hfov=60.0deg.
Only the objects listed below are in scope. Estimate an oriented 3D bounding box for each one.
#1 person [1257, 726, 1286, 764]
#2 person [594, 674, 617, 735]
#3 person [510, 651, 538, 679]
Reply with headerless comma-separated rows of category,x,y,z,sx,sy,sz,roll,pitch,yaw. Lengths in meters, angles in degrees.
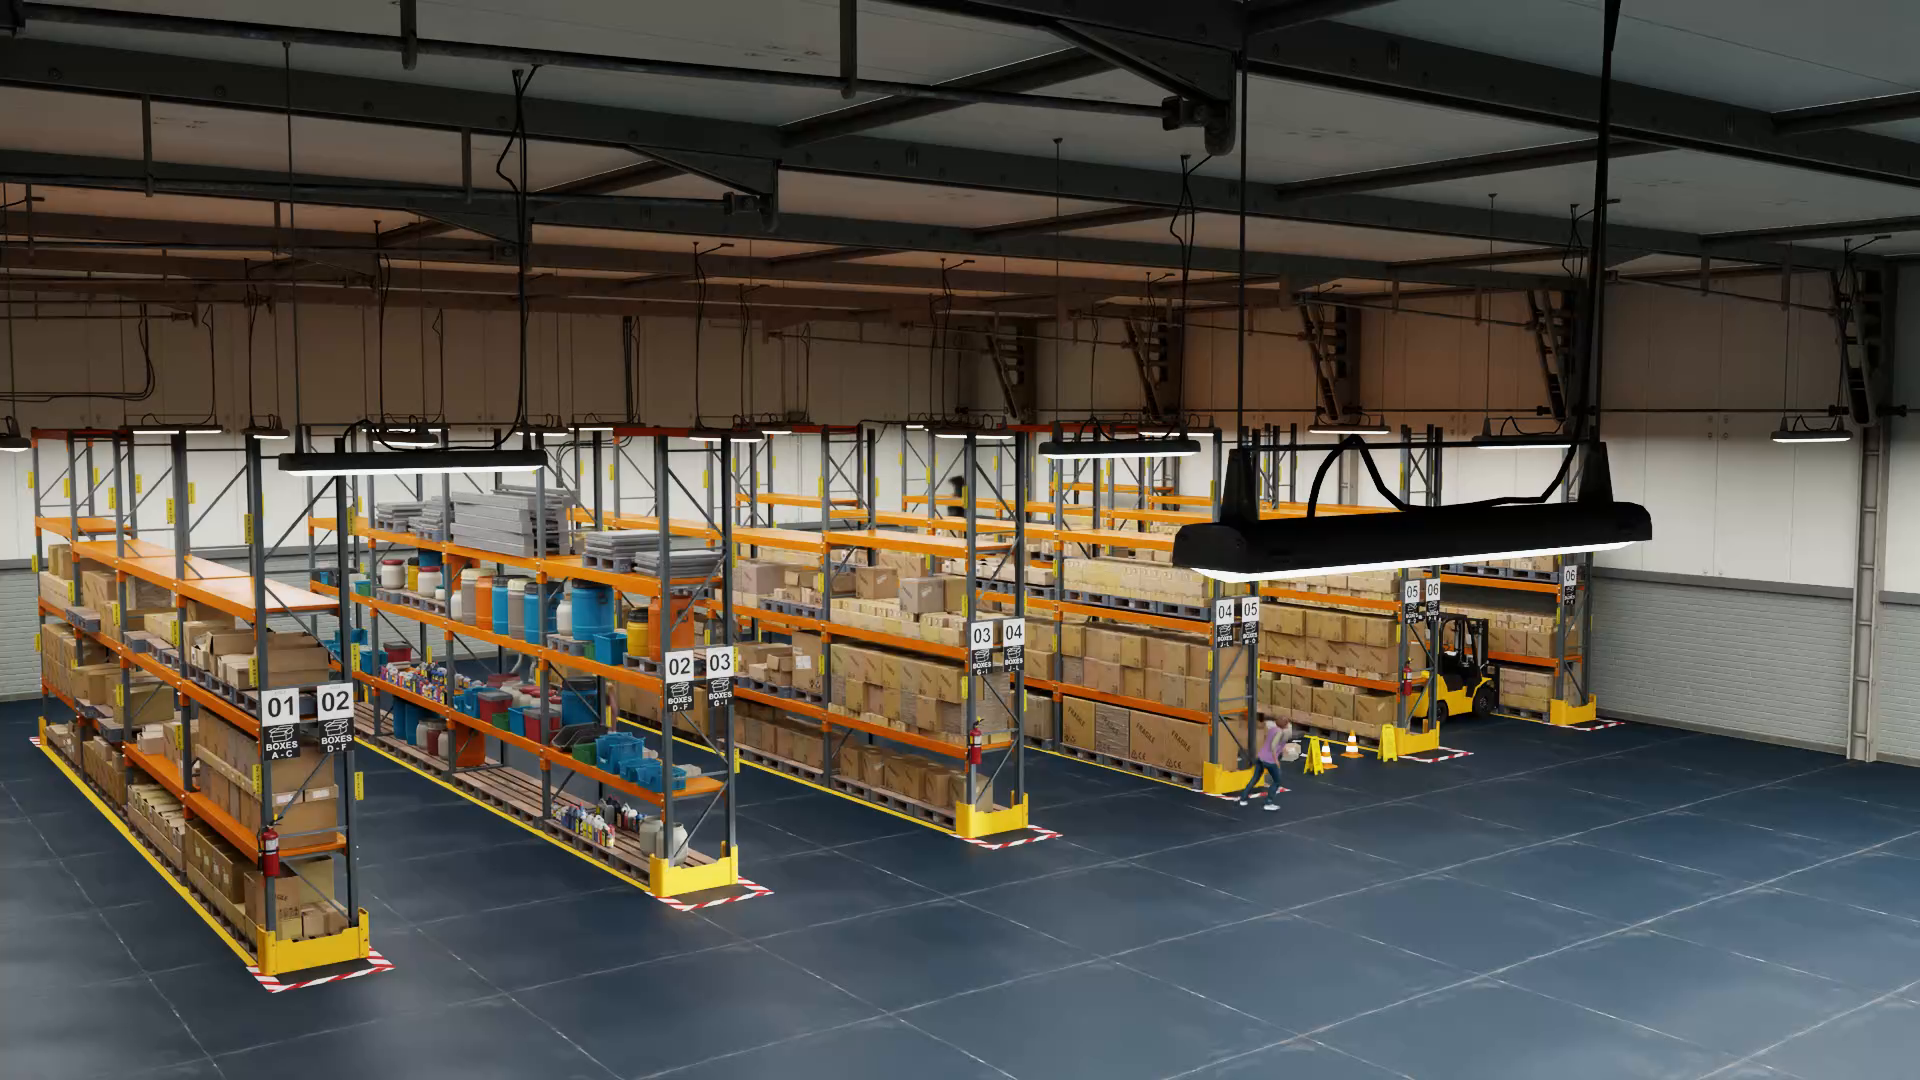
person,4.931,3.245,26.290,0.421,0.578,0.500,-2,5,-19
person,-6.953,3.093,32.306,0.928,1.410,0.515,4,6,43
person,-9.975,2.495,38.238,0.476,1.471,0.813,4,6,43
